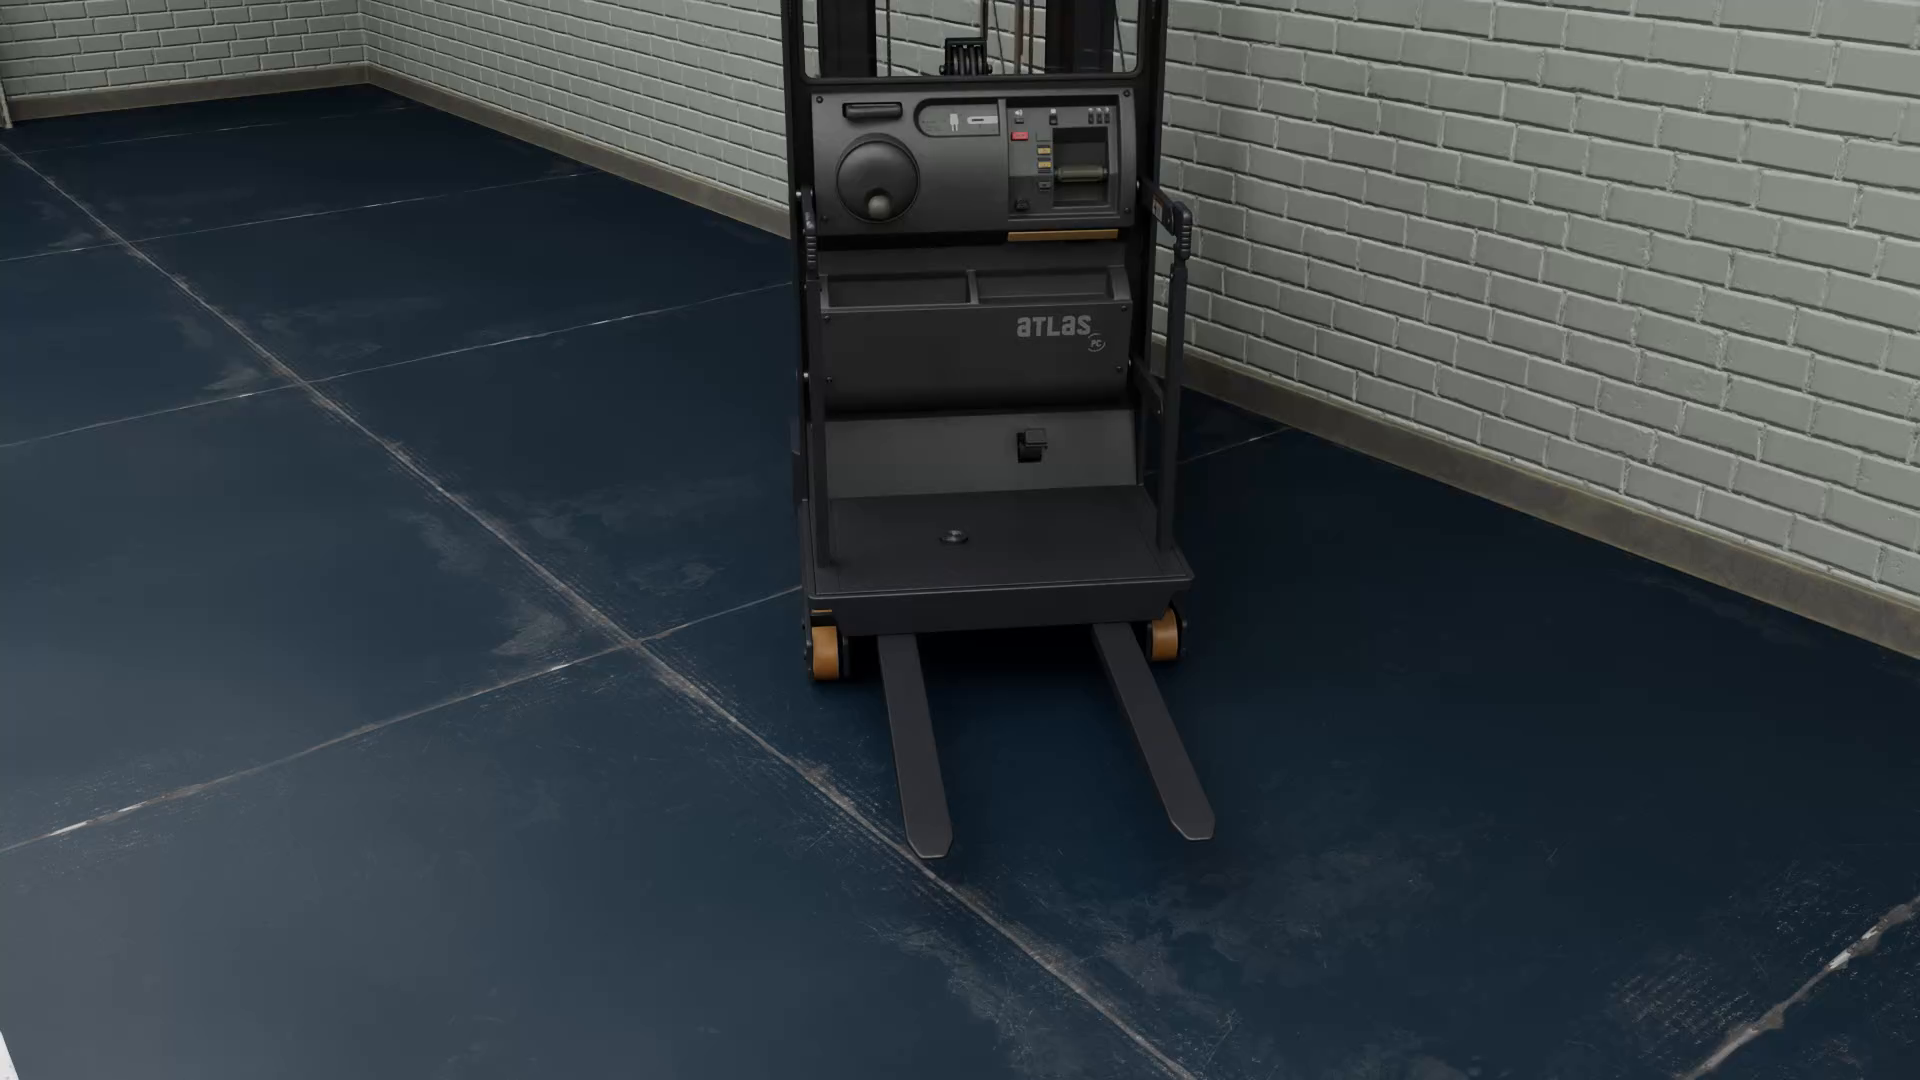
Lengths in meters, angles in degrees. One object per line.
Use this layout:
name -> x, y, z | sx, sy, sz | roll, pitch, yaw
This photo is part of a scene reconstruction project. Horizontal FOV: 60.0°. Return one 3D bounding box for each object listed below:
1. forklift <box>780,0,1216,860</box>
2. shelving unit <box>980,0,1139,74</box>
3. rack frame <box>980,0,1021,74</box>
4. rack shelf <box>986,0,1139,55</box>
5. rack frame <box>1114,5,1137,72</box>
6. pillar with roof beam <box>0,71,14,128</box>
forklift -> 0.070, -1.069, 4.572 | 1.130, 2.935, 3.031 | -3, 25, -6
shelving unit -> 0.379, -1.488, 6.462 | 0.503, 2.100, 0.431 | -8, 26, -18
rack frame -> 0.148, -1.454, 6.388 | 0.015, 2.100, 0.400 | -8, 26, -18
rack shelf -> 0.379, -2.110, 6.173 | 0.480, 0.518, 0.431 | -8, 26, -18
rack frame -> 0.609, -1.522, 6.535 | 0.015, 2.100, 0.400 | -8, 26, -18
pillar with roof beam -> -4.621, -5.717, 7.380 | 0.400, 9.000, 9.100 | -18, 31, -34
